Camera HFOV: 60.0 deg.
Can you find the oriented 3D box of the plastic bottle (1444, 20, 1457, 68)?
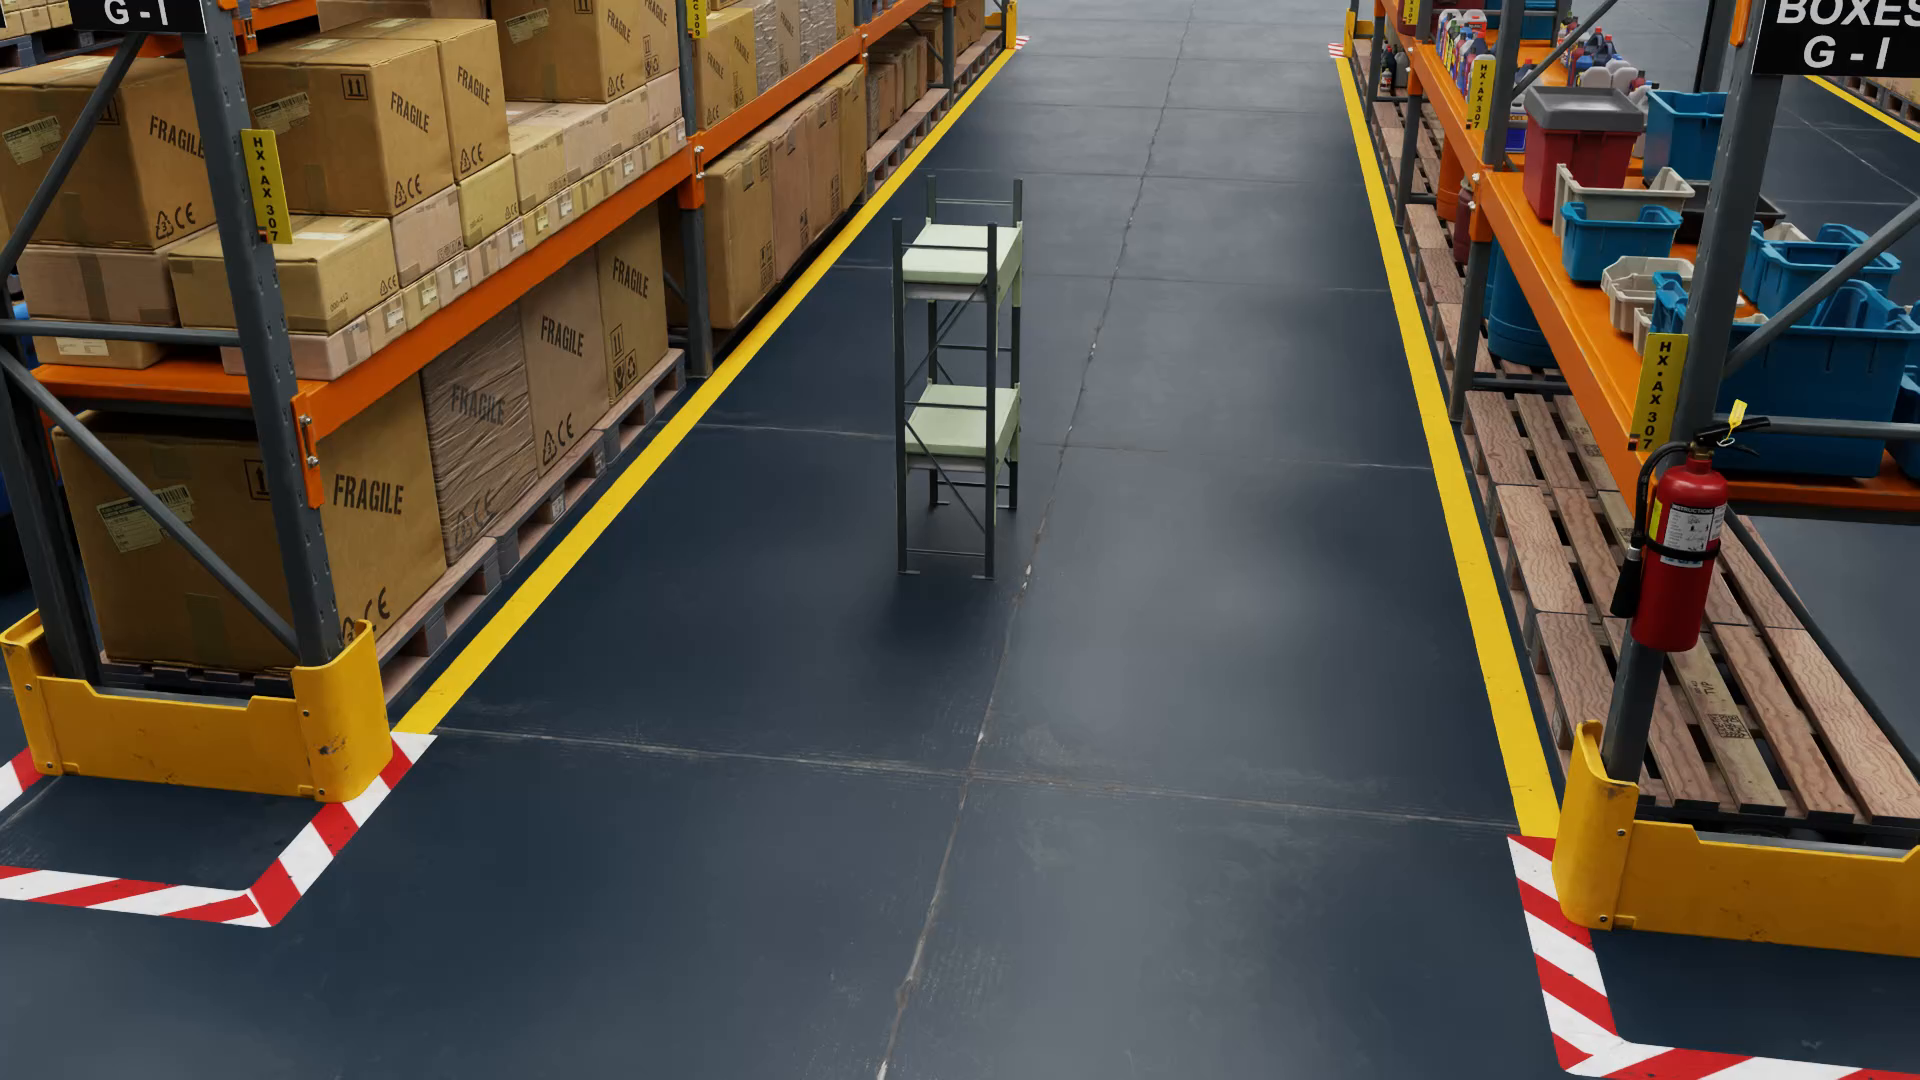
[{"bbox_3d":[3.138,-3.164,10.608,0.061,0.283,0.133,4,25,9],"label":"plastic bottle"}]

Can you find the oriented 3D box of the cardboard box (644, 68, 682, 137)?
[{"bbox_3d":[-1.683,-2.156,8.143,0.500,0.250,0.500,4,25,8],"label":"cardboard box"}]

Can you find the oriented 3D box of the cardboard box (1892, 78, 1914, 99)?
[{"bbox_3d":[9.161,-4.312,15.672,0.500,0.250,0.500,4,25,9],"label":"cardboard box"}]

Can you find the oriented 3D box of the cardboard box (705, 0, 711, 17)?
[{"bbox_3d":[-1.774,-3.059,8.946,0.797,0.503,0.637,3,25,7],"label":"cardboard box"}]

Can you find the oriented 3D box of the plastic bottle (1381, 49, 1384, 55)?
[{"bbox_3d":[4.161,-4.704,16.447,0.061,0.283,0.133,6,26,12],"label":"plastic bottle"}]

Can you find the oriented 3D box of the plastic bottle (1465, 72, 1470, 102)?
[{"bbox_3d":[2.956,-2.613,9.529,0.097,0.201,0.097,0,25,0],"label":"plastic bottle"}]

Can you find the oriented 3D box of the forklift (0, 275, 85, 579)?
[{"bbox_3d":[-5.254,-1.427,6.841,3.031,2.935,1.130,7,26,14],"label":"forklift"}]

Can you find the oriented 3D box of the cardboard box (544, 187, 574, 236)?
[{"bbox_3d":[-1.849,-1.384,6.965,0.380,0.149,0.250,4,25,9],"label":"cardboard box"}]

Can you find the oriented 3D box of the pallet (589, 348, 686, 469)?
[{"bbox_3d":[-2.072,-0.716,8.531,1.003,0.211,1.213,4,25,9],"label":"pallet"}]

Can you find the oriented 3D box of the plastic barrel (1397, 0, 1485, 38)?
[{"bbox_3d":[3.447,-3.898,11.880,0.600,0.536,0.708,4,25,9],"label":"plastic barrel"}]

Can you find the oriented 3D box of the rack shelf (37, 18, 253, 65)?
[{"bbox_3d":[-6.420,-3.188,11.372,1.077,0.370,4.000,4,25,9],"label":"rack shelf"}]

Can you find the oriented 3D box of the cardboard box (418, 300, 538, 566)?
[{"bbox_3d":[-2.349,-0.501,6.792,0.875,0.875,0.875,4,25,9],"label":"cardboard box"}]

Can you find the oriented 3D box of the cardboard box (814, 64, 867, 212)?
[{"bbox_3d":[-1.350,-2.905,11.930,1.225,0.875,0.875,3,25,6],"label":"cardboard box"}]

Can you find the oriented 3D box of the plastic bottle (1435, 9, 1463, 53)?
[{"bbox_3d":[3.280,-3.407,11.136,0.152,0.276,0.135,4,25,9],"label":"plastic bottle"}]

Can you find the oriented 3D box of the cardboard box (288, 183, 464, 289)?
[{"bbox_3d":[-2.101,-1.086,5.857,0.500,0.250,0.500,4,25,8],"label":"cardboard box"}]

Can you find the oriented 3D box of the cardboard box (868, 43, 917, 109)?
[{"bbox_3d":[-0.781,-4.251,15.224,0.700,0.500,0.500,4,25,8],"label":"cardboard box"}]

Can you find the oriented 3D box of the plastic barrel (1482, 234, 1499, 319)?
[{"bbox_3d":[3.238,-1.711,9.347,0.600,0.901,0.708,4,25,9],"label":"plastic barrel"}]

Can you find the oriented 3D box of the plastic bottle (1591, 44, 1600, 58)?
[{"bbox_3d":[3.726,-2.763,9.752,0.061,0.283,0.133,4,25,9],"label":"plastic bottle"}]

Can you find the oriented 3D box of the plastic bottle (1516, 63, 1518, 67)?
[{"bbox_3d":[3.052,-2.497,9.198,0.097,0.271,0.097,0,25,0],"label":"plastic bottle"}]

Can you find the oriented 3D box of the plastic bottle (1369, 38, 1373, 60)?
[{"bbox_3d":[4.374,-5.194,17.508,0.097,0.271,0.097,0,25,0],"label":"plastic bottle"}]

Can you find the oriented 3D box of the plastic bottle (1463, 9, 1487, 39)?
[{"bbox_3d":[3.430,-3.396,11.114,0.152,0.276,0.135,4,25,9],"label":"plastic bottle"}]

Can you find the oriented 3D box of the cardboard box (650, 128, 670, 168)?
[{"bbox_3d":[-1.639,-1.920,8.110,0.380,0.149,0.250,5,25,10],"label":"cardboard box"}]

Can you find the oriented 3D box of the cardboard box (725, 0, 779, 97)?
[{"bbox_3d":[-1.385,-2.932,9.857,0.500,0.500,0.500,3,25,7],"label":"cardboard box"}]

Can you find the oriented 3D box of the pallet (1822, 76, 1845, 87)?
[{"bbox_3d":[9.780,-5.037,17.762,1.003,0.211,1.213,4,25,9],"label":"pallet"}]

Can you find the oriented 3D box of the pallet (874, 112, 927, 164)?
[{"bbox_3d":[-0.886,-3.537,14.558,1.003,0.211,1.213,4,25,9],"label":"pallet"}]

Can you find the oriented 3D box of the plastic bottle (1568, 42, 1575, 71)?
[{"bbox_3d":[3.902,-3.067,10.499,0.097,0.201,0.097,0,25,0],"label":"plastic bottle"}]

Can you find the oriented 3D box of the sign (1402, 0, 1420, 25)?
[{"bbox_3d":[3.126,-3.731,11.489,0.100,0.325,0.005,4,25,9],"label":"sign"}]

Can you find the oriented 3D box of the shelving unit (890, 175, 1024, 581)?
[{"bbox_3d":[0.001,-0.682,6.938,0.431,1.500,0.755,4,25,9],"label":"shelving unit"}]

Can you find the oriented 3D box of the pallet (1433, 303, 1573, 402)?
[{"bbox_3d":[3.183,-1.006,9.149,1.003,0.211,1.213,4,25,9],"label":"pallet"}]

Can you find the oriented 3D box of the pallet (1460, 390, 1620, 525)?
[{"bbox_3d":[2.934,-0.376,7.803,1.003,0.211,1.213,4,25,9],"label":"pallet"}]

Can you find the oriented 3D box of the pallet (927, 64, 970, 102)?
[{"bbox_3d":[-0.488,-4.658,16.953,1.003,0.211,1.213,4,25,9],"label":"pallet"}]

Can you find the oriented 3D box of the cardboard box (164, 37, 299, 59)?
[{"bbox_3d":[-5.905,-3.770,13.925,1.050,0.750,0.750,4,25,8],"label":"cardboard box"}]

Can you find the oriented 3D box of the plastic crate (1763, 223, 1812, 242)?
[{"bbox_3d":[3.028,-1.107,6.318,0.293,0.136,0.466,4,25,9],"label":"plastic crate"}]

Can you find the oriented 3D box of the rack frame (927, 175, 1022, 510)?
[{"bbox_3d":[0.061,-0.835,7.265,0.400,1.500,0.023,4,25,9],"label":"rack frame"}]

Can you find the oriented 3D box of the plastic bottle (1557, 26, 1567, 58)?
[{"bbox_3d":[3.988,-3.286,10.966,0.097,0.201,0.097,0,25,0],"label":"plastic bottle"}]

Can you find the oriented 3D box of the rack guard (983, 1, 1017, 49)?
[{"bbox_3d":[0.079,-6.147,19.792,1.175,0.500,0.348,4,25,9],"label":"rack guard"}]

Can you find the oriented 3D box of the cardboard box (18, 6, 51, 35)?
[{"bbox_3d":[-6.061,-3.319,10.604,0.380,0.149,0.250,3,25,6],"label":"cardboard box"}]

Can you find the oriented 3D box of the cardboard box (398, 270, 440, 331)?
[{"bbox_3d":[-2.058,-0.845,5.814,0.380,0.149,0.250,3,25,7],"label":"cardboard box"}]

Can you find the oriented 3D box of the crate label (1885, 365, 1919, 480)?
[{"bbox_3d":[2.728,-0.308,4.495,0.416,0.233,0.303,4,25,9],"label":"crate label"}]

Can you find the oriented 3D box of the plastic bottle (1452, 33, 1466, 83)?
[{"bbox_3d":[3.046,-2.930,10.109,0.061,0.283,0.133,4,25,9],"label":"plastic bottle"}]

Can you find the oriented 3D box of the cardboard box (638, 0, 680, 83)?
[{"bbox_3d":[-1.681,-2.487,7.967,0.500,0.500,0.500,5,25,10],"label":"cardboard box"}]

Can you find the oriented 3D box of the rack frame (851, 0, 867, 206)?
[{"bbox_3d":[-1.216,-3.965,12.182,1.000,3.000,0.127,4,25,9],"label":"rack frame"}]

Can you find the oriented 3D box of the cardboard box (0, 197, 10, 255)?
[{"bbox_3d":[-6.364,-2.026,10.494,0.500,0.500,0.500,5,26,11],"label":"cardboard box"}]

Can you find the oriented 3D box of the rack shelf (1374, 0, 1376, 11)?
[{"bbox_3d":[4.651,-5.805,16.963,1.077,0.370,4.000,4,25,9],"label":"rack shelf"}]

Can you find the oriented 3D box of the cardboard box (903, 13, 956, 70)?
[{"bbox_3d":[-0.372,-5.100,17.061,0.500,0.500,0.500,13,28,25],"label":"cardboard box"}]

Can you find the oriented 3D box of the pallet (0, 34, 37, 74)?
[{"bbox_3d":[-6.478,-2.900,10.134,1.003,0.211,1.213,4,25,9],"label":"pallet"}]

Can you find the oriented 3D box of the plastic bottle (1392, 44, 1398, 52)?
[{"bbox_3d":[4.364,-4.829,16.713,0.061,0.283,0.133,4,25,9],"label":"plastic bottle"}]

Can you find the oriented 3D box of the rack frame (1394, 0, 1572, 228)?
[{"bbox_3d":[3.670,-3.622,11.449,1.000,3.000,0.127,4,25,9],"label":"rack frame"}]

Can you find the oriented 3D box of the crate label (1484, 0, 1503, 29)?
[{"bbox_3d":[4.099,-4.034,12.289,0.502,0.435,0.616,4,25,9],"label":"crate label"}]
